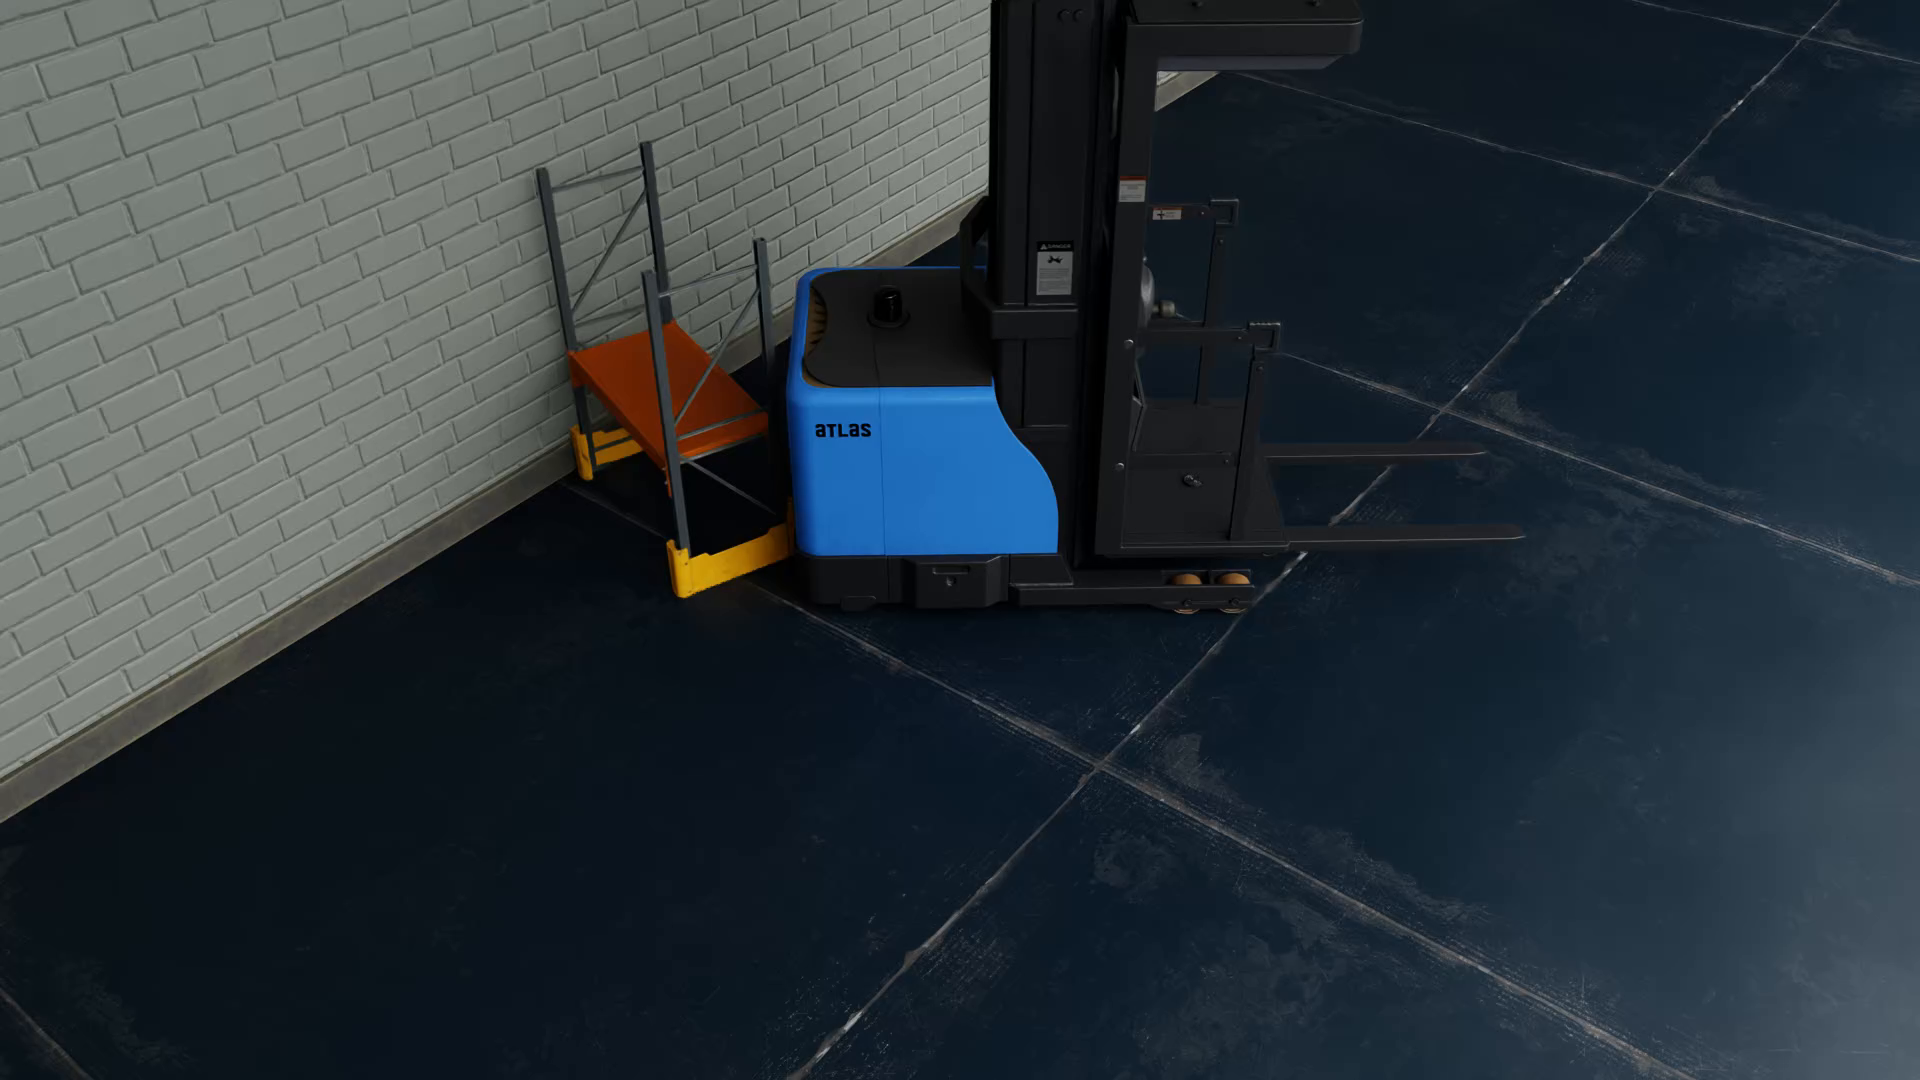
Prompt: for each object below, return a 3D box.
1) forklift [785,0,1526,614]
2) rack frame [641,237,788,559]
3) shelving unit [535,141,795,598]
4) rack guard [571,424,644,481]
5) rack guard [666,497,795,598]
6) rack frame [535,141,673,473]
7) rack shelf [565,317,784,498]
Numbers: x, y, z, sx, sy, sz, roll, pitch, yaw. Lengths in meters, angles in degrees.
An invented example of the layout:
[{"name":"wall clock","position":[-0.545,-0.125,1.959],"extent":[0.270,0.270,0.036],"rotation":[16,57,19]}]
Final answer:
[{"name":"forklift","position":[0.832,-1.177,6.376],"extent":[3.031,2.935,1.130],"rotation":[-1,38,-1]},{"name":"rack frame","position":[-0.946,-0.463,6.624],"extent":[0.500,1.500,0.032],"rotation":[-22,43,-26]},{"name":"shelving unit","position":[-1.219,-0.720,6.953],"extent":[0.587,1.500,1.083],"rotation":[-22,43,-26]},{"name":"rack guard","position":[-1.492,-0.485,7.667],"extent":[0.587,0.250,0.087],"rotation":[-22,43,-26]},{"name":"rack guard","position":[-0.947,0.029,7.011],"extent":[0.587,0.250,0.087],"rotation":[-22,43,-26]},{"name":"rack frame","position":[-1.502,-0.987,7.294],"extent":[0.500,1.500,0.032],"rotation":[-22,43,-26]},{"name":"rack shelf","position":[-1.224,-0.583,7.070],"extent":[0.538,0.185,1.000],"rotation":[-22,43,-26]}]
